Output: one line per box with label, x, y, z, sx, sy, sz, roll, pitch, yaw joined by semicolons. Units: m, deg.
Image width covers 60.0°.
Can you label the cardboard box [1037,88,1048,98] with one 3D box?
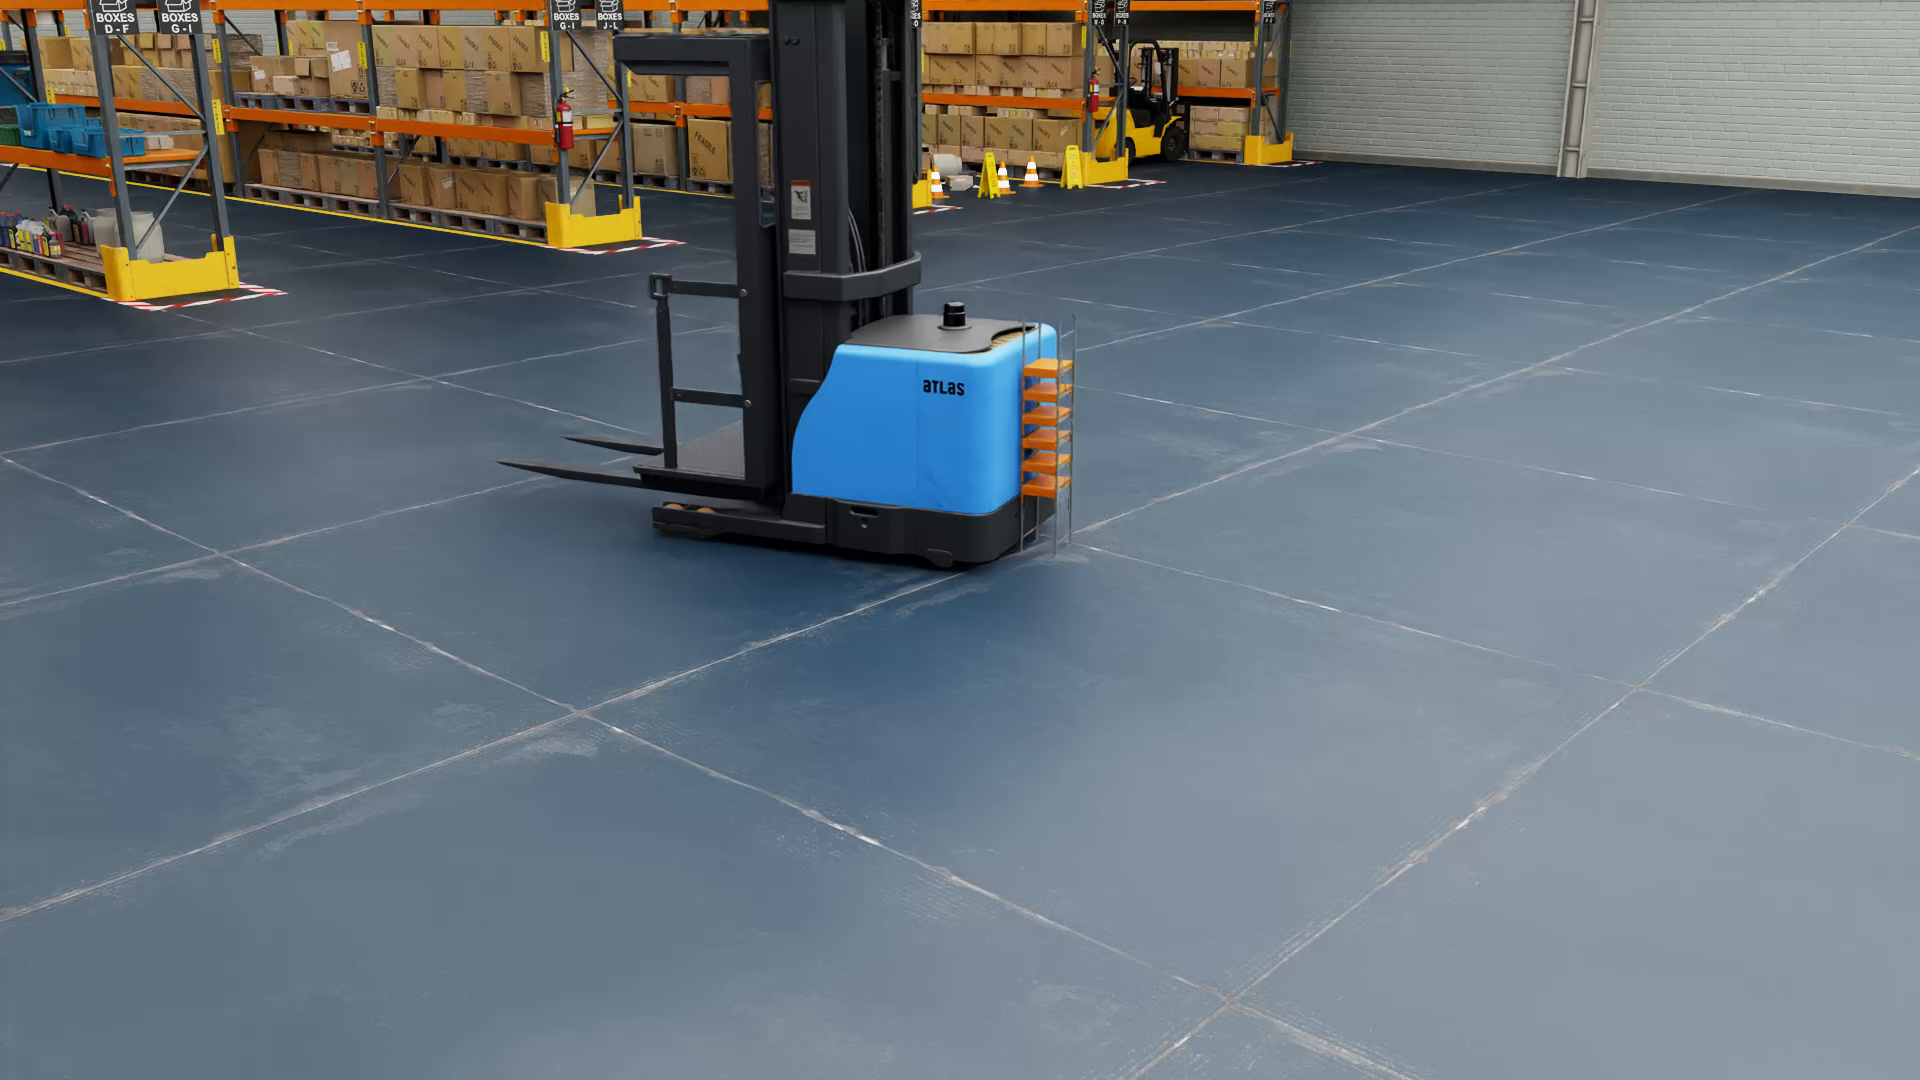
cardboard box;1.442;-7.189;26.722;0.250;0.149;0.380;15;23;38

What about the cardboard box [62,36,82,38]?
cardboard box;-15.702;-8.560;29.142;0.500;0.500;0.500;15;23;40

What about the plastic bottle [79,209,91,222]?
plastic bottle;-9.495;-3.420;18.082;0.185;0.351;0.144;15;23;39

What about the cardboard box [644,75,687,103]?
cardboard box;-4.465;-6.955;25.403;0.500;0.500;0.500;15;23;39

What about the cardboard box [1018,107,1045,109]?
cardboard box;1.631;-8.455;33.527;0.625;0.625;0.875;15;23;39

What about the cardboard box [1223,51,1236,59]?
cardboard box;4.940;-8.732;29.929;0.250;0.149;0.380;16;23;40

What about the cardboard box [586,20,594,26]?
cardboard box;-7.418;-10.563;34.045;0.250;0.149;0.380;15;23;39

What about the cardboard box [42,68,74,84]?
cardboard box;-15.294;-7.879;28.236;0.500;0.250;0.500;14;22;37

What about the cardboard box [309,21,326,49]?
cardboard box;-11.958;-9.579;31.527;0.500;0.500;0.500;14;23;38

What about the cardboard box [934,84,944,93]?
cardboard box;-0.223;-7.663;28.213;0.250;0.149;0.380;15;23;39

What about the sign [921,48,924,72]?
sign;-0.533;-6.635;22.997;0.005;0.325;0.100;15;23;39

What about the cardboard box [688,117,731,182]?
cardboard box;-3.474;-5.909;25.089;0.875;0.875;0.875;15;23;40

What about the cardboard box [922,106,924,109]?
cardboard box;-0.846;-8.975;35.372;0.500;0.500;0.500;16;24;41

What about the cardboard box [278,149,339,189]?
cardboard box;-9.320;-5.344;23.898;0.500;0.500;0.700;13;22;35

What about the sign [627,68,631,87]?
sign;-3.914;-5.494;19.532;0.005;0.325;0.100;15;23;39

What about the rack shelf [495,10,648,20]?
rack shelf;-8.167;-11.098;34.853;4.000;0.370;1.077;15;23;39

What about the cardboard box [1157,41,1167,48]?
cardboard box;3.860;-9.208;30.938;0.250;0.149;0.380;15;23;39

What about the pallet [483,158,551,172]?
pallet;-7.473;-6.495;28.727;1.213;0.211;1.003;15;23;39

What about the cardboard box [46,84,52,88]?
cardboard box;-15.231;-7.648;28.165;0.250;0.149;0.380;15;23;39

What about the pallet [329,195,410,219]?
pallet;-7.849;-4.588;22.720;1.213;0.211;1.003;15;23;39

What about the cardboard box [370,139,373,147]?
cardboard box;-10.780;-7.422;31.058;0.250;0.149;0.380;14;22;37

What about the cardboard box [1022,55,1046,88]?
cardboard box;1.344;-7.538;26.748;0.500;0.500;0.500;15;23;39

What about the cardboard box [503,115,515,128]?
cardboard box;-5.208;-4.992;19.797;0.250;0.149;0.380;15;23;39

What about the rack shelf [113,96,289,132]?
rack shelf;-11.753;-6.623;25.712;4.000;0.370;1.077;15;23;39

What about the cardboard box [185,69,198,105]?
cardboard box;-11.160;-6.757;24.778;0.500;0.500;0.500;15;23;39

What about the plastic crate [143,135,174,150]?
plastic crate;-8.017;-3.964;16.581;0.250;0.136;0.298;15;23;39

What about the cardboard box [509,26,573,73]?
cardboard box;-4.849;-5.679;19.237;0.500;0.500;0.500;15;23;39

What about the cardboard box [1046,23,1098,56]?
cardboard box;1.777;-7.920;26.297;0.500;0.500;0.700;14;23;38

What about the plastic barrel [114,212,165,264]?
plastic barrel;-8.104;-2.967;16.420;0.421;0.512;0.421;0;18;0

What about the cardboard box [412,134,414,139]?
cardboard box;-10.189;-7.628;31.217;0.250;0.149;0.380;15;23;40

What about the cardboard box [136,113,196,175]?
cardboard box;-12.088;-6.252;26.171;0.875;0.875;1.225;14;22;37

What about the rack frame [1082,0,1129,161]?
rack frame;2.304;-7.200;26.341;0.127;3.000;1.000;15;23;39

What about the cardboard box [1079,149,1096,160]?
cardboard box;1.884;-6.314;27.401;0.500;0.250;0.500;15;23;39

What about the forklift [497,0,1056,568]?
forklift;-1.054;-1.534;8.599;3.031;2.935;1.130;7;19;22

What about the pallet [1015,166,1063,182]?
pallet;1.663;-6.058;27.350;1.213;0.211;1.003;15;23;39

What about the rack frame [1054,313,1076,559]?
rack frame;0.521;-0.510;8.235;0.006;1.200;0.240;7;19;22

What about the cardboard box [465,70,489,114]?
cardboard box;-5.466;-5.448;20.162;0.500;0.500;0.875;15;23;39

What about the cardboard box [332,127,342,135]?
cardboard box;-11.861;-7.888;32.034;0.250;0.149;0.380;14;22;37

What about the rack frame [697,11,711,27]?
rack frame;-6.371;-11.537;40.005;0.127;3.000;1.000;15;23;39

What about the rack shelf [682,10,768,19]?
rack shelf;-4.875;-12.222;38.394;4.000;0.370;1.077;15;23;39

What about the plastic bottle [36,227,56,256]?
plastic bottle;-9.396;-3.075;17.119;0.135;0.276;0.152;15;23;40

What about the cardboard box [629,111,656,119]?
cardboard box;-6.154;-8.691;33.856;0.875;0.875;0.875;16;24;41

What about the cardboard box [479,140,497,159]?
cardboard box;-7.941;-6.853;28.685;0.500;0.500;0.500;16;24;41

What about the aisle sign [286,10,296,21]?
aisle sign;-13.127;-10.459;32.310;0.004;0.787;0.394;15;23;39

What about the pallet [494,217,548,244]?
pallet;-4.915;-3.816;20.285;1.213;0.211;1.003;15;23;39

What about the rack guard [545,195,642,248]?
rack guard;-4.331;-3.782;19.702;0.348;0.500;1.175;15;23;39

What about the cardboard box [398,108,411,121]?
cardboard box;-6.921;-5.433;21.189;0.250;0.149;0.380;15;23;39

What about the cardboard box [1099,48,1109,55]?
cardboard box;2.863;-9.309;31.747;0.250;0.149;0.380;16;23;41

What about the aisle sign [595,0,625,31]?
aisle sign;-4.028;-6.253;19.058;0.004;0.787;0.394;15;23;39

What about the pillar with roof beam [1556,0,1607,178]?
pillar with roof beam;7.304;-9.349;23.193;0.400;9.000;9.100;15;23;39

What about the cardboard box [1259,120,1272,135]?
cardboard box;5.382;-7.593;30.604;0.500;0.250;0.500;16;23;40

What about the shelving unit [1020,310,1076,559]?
shelving unit;0.436;-0.521;8.270;0.189;1.200;0.258;7;19;22

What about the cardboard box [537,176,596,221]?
cardboard box;-4.730;-4.096;19.998;0.500;0.500;0.500;-13;22;-36

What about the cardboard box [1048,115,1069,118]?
cardboard box;1.472;-6.781;27.630;0.500;0.500;0.500;14;22;37
